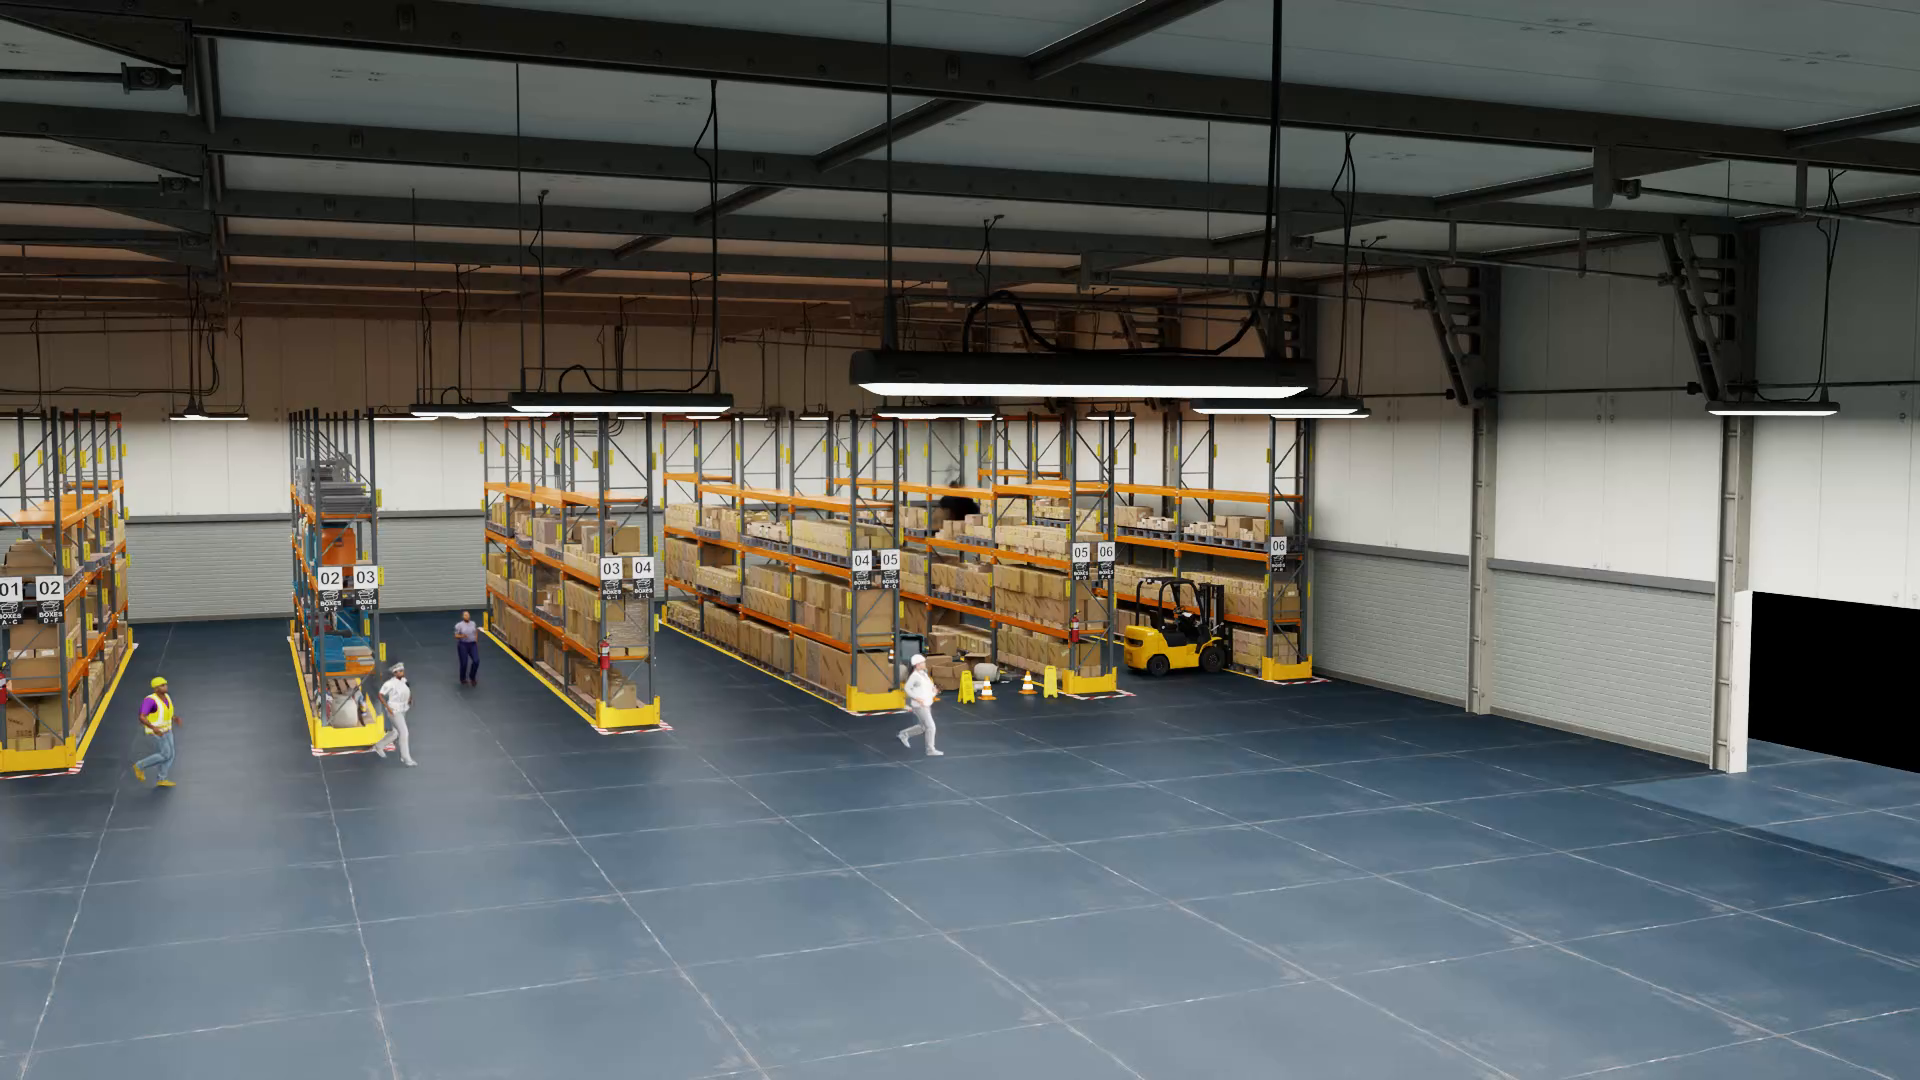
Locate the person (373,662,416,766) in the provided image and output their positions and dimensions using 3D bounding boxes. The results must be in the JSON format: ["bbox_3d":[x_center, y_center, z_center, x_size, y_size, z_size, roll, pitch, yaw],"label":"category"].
[{"bbox_3d":[-9.516,2.910,28.024,0.861,1.713,0.587,1,4,14],"label":"person"}]

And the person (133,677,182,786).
[{"bbox_3d":[-12.682,3.025,26.282,0.636,1.738,0.694,0,4,4],"label":"person"}]

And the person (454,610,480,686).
[{"bbox_3d":[-10.731,2.378,36.273,0.586,1.669,0.661,-3,5,-33],"label":"person"}]

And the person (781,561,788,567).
[{"bbox_3d":[-5.402,1.370,50.664,0.561,1.617,0.598,-2,4,-23],"label":"person"}]

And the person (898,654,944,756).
[{"bbox_3d":[-0.692,2.842,28.665,0.868,1.745,0.669,1,4,17],"label":"person"}]
